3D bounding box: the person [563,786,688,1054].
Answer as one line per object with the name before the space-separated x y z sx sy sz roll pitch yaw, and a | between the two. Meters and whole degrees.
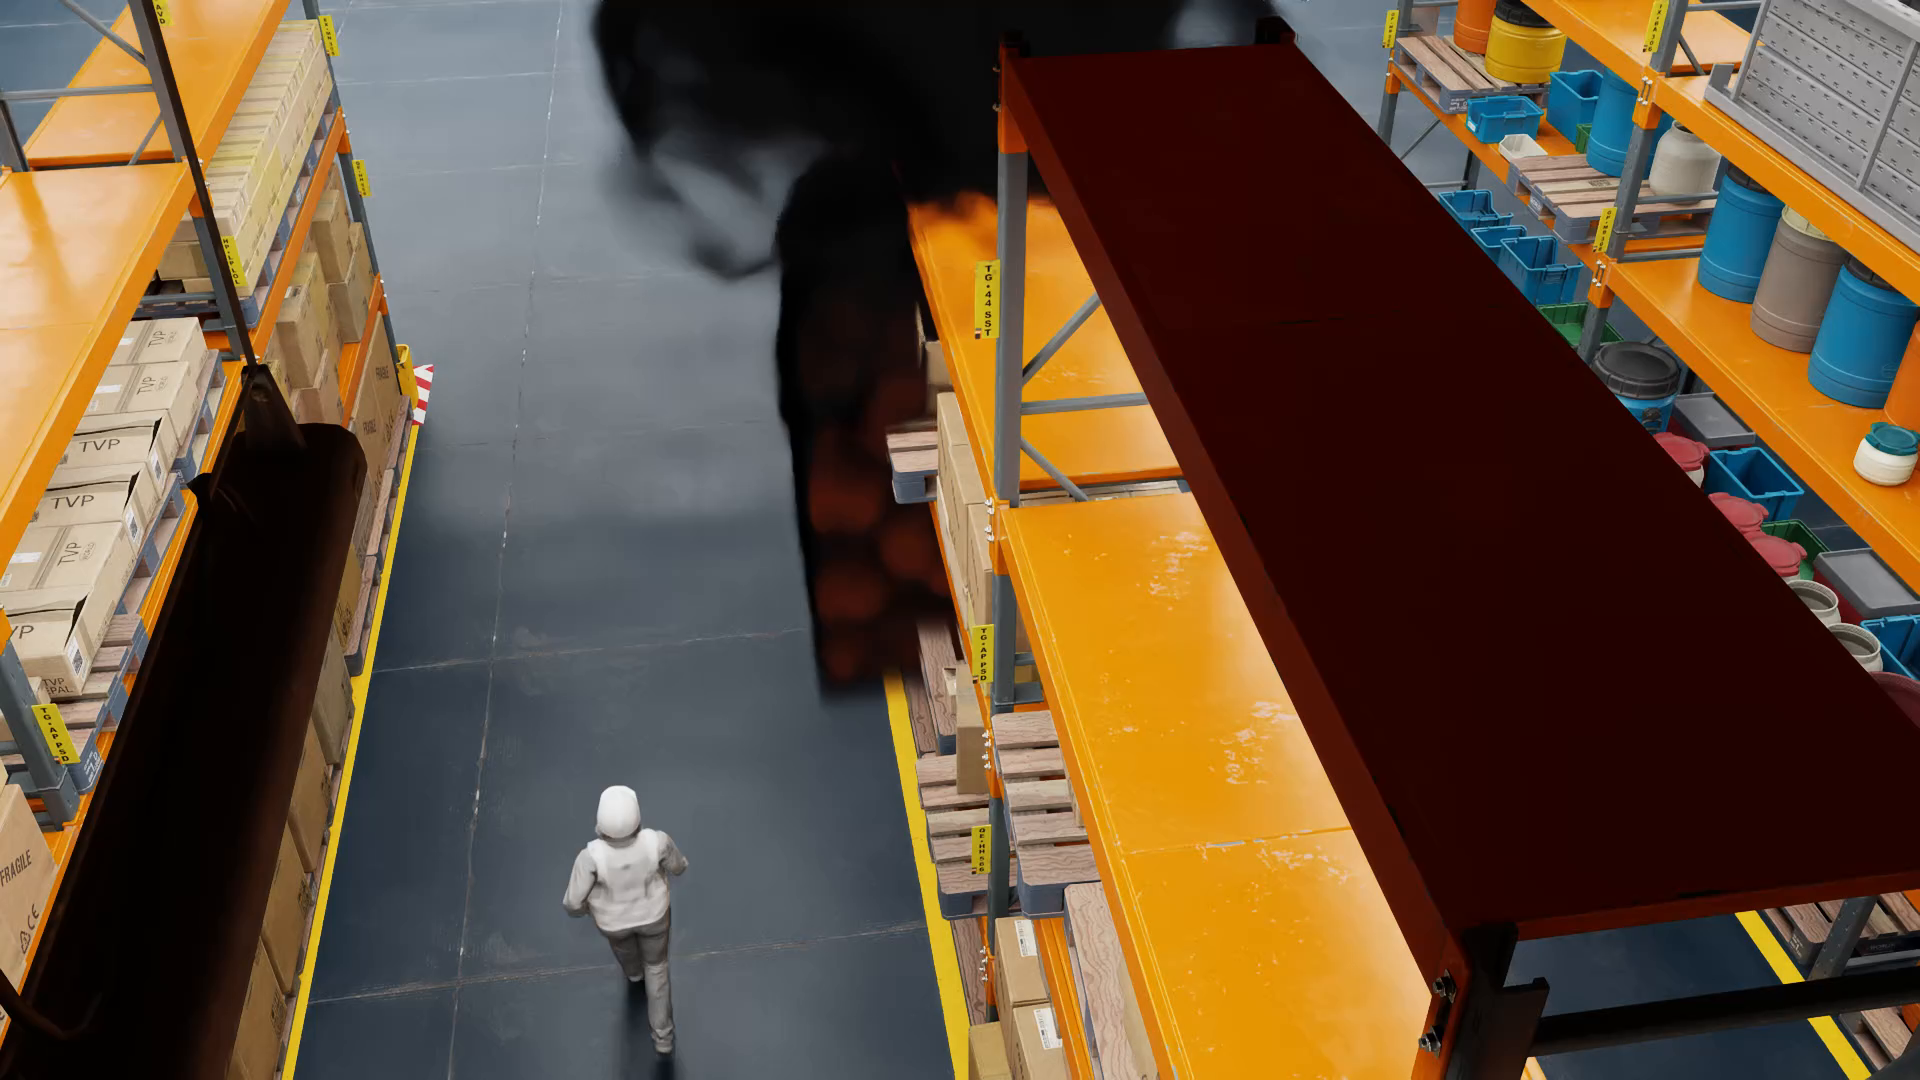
person | -1.807 2.040 9.172 0.672 1.787 0.963 -8 37 -11
